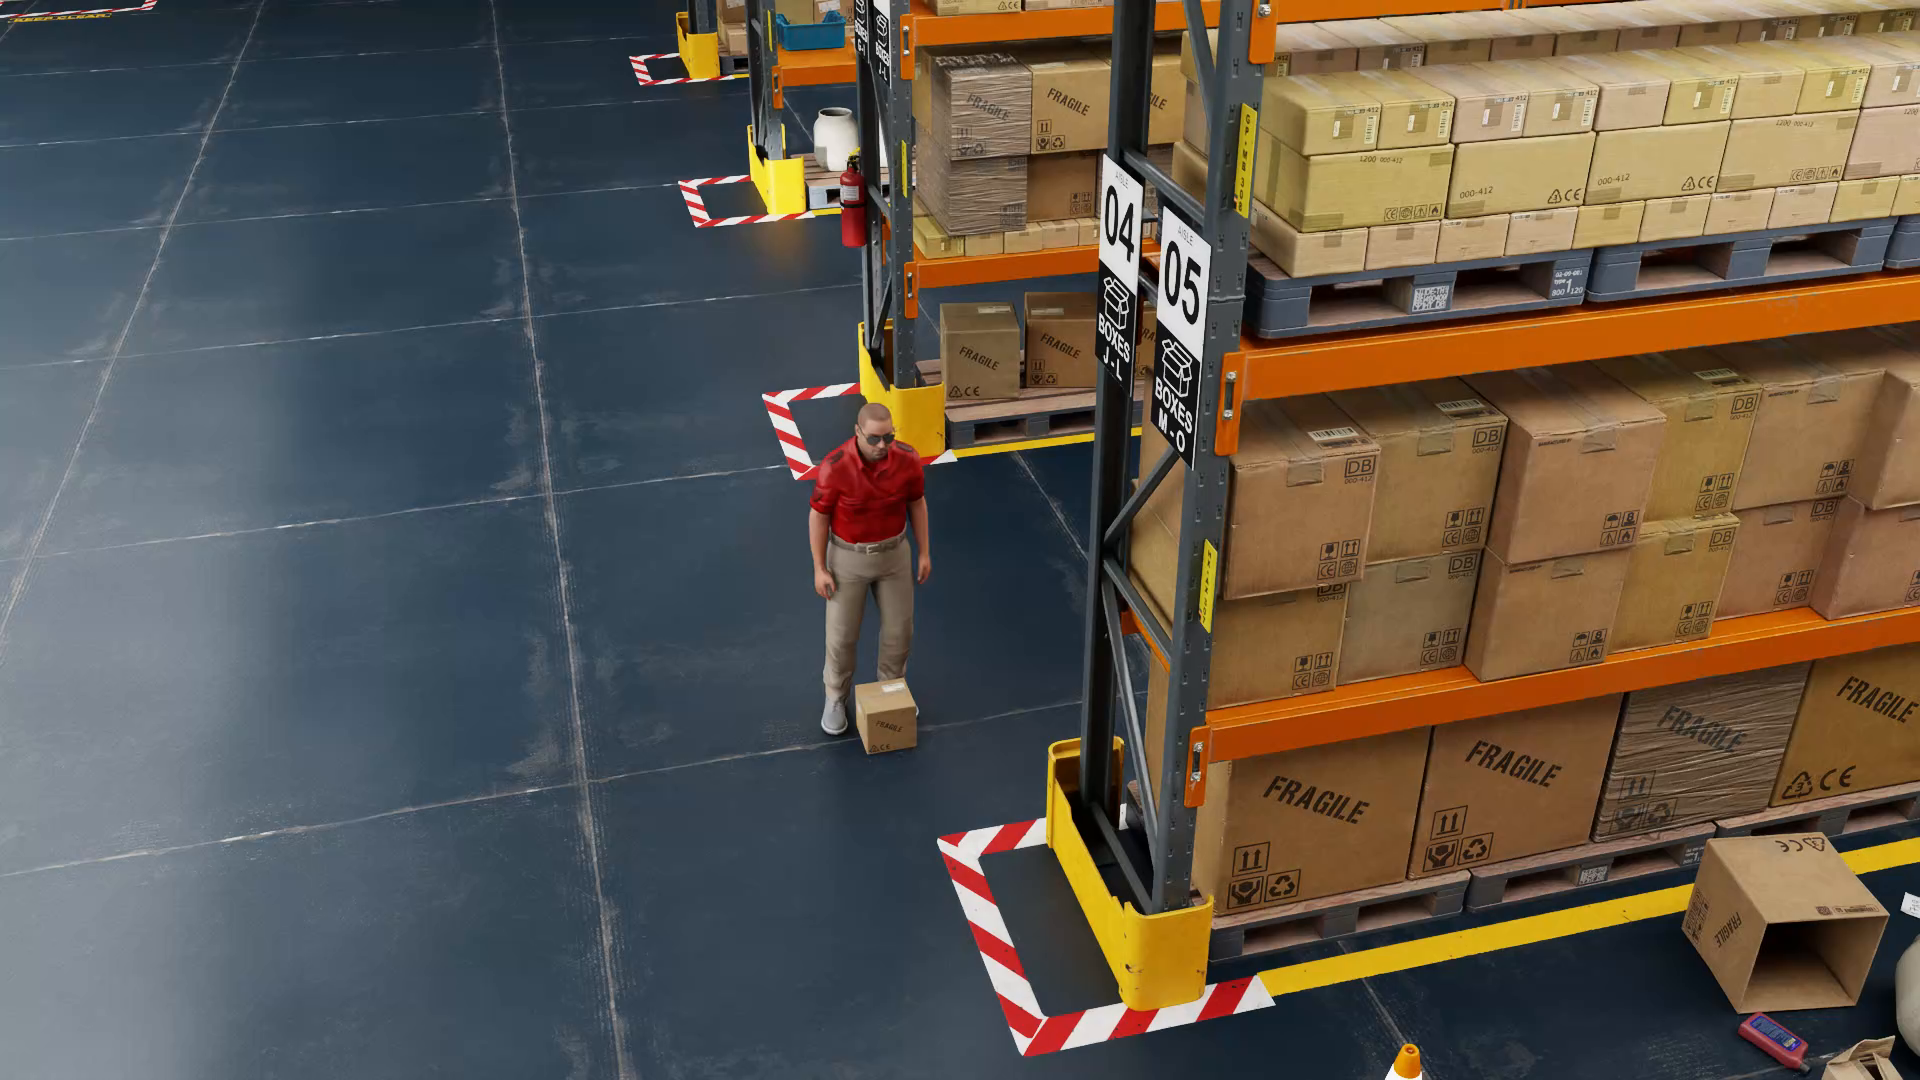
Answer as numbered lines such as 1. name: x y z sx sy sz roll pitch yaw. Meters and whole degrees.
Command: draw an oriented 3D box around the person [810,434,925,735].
1. person: -0.439 0.184 8.110 0.593 1.552 0.385 -9 31 -16
